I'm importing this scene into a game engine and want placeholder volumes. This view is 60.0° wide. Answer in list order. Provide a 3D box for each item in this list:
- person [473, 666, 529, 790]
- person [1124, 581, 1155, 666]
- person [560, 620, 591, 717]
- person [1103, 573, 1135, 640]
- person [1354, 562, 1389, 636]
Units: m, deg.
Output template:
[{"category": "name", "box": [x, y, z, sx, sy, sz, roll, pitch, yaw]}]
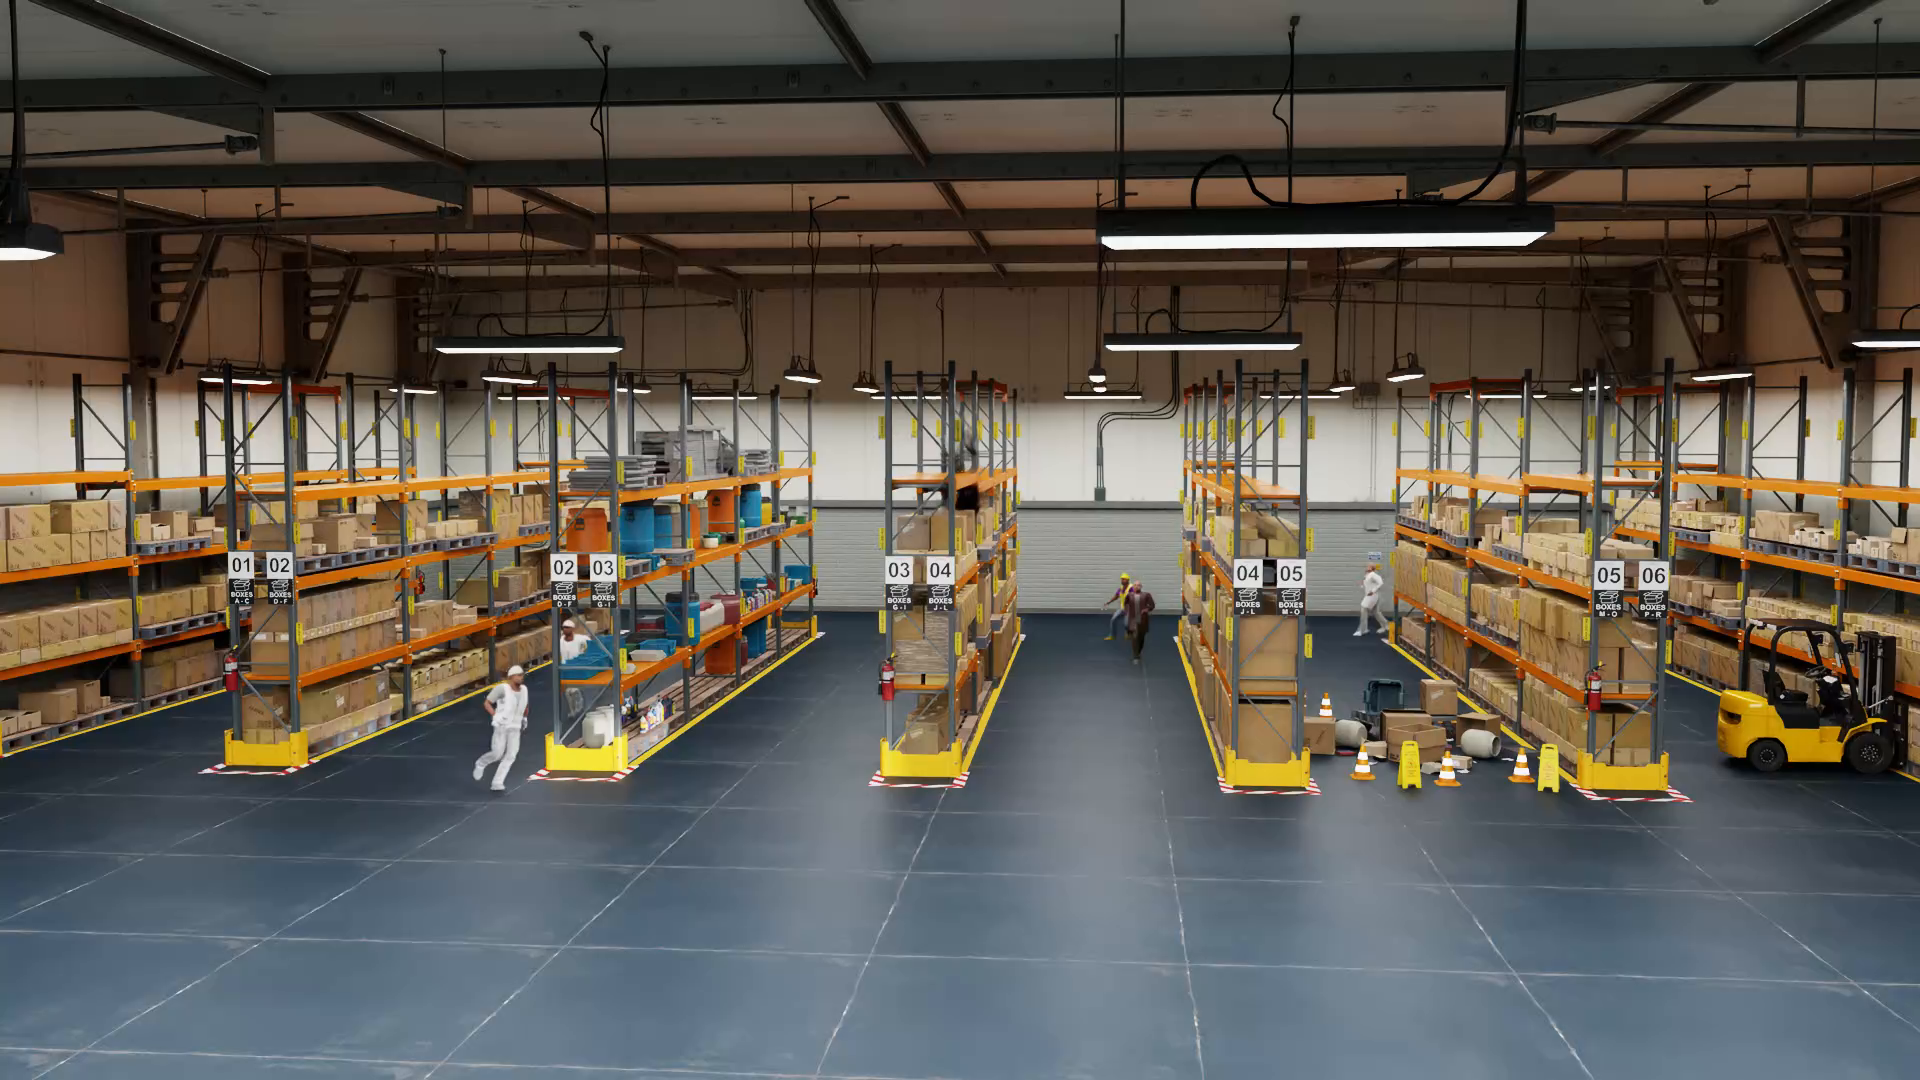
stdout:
[{"category": "person", "box": [-6.410, 2.621, 23.469, 0.693, 1.704, 0.745, 3, 5, 42]}, {"category": "person", "box": [3.855, 1.762, 35.801, 0.695, 1.786, 0.952, 1, 4, 9]}, {"category": "person", "box": [-6.707, 2.240, 28.774, 0.726, 1.714, 0.743, 1, 4, 9]}, {"category": "person", "box": [3.880, 1.590, 39.484, 0.872, 1.620, 0.608, 3, 5, 42]}, {"category": "person", "box": [10.059, 1.454, 40.499, 0.903, 1.832, 0.711, 1, 4, 13]}]
